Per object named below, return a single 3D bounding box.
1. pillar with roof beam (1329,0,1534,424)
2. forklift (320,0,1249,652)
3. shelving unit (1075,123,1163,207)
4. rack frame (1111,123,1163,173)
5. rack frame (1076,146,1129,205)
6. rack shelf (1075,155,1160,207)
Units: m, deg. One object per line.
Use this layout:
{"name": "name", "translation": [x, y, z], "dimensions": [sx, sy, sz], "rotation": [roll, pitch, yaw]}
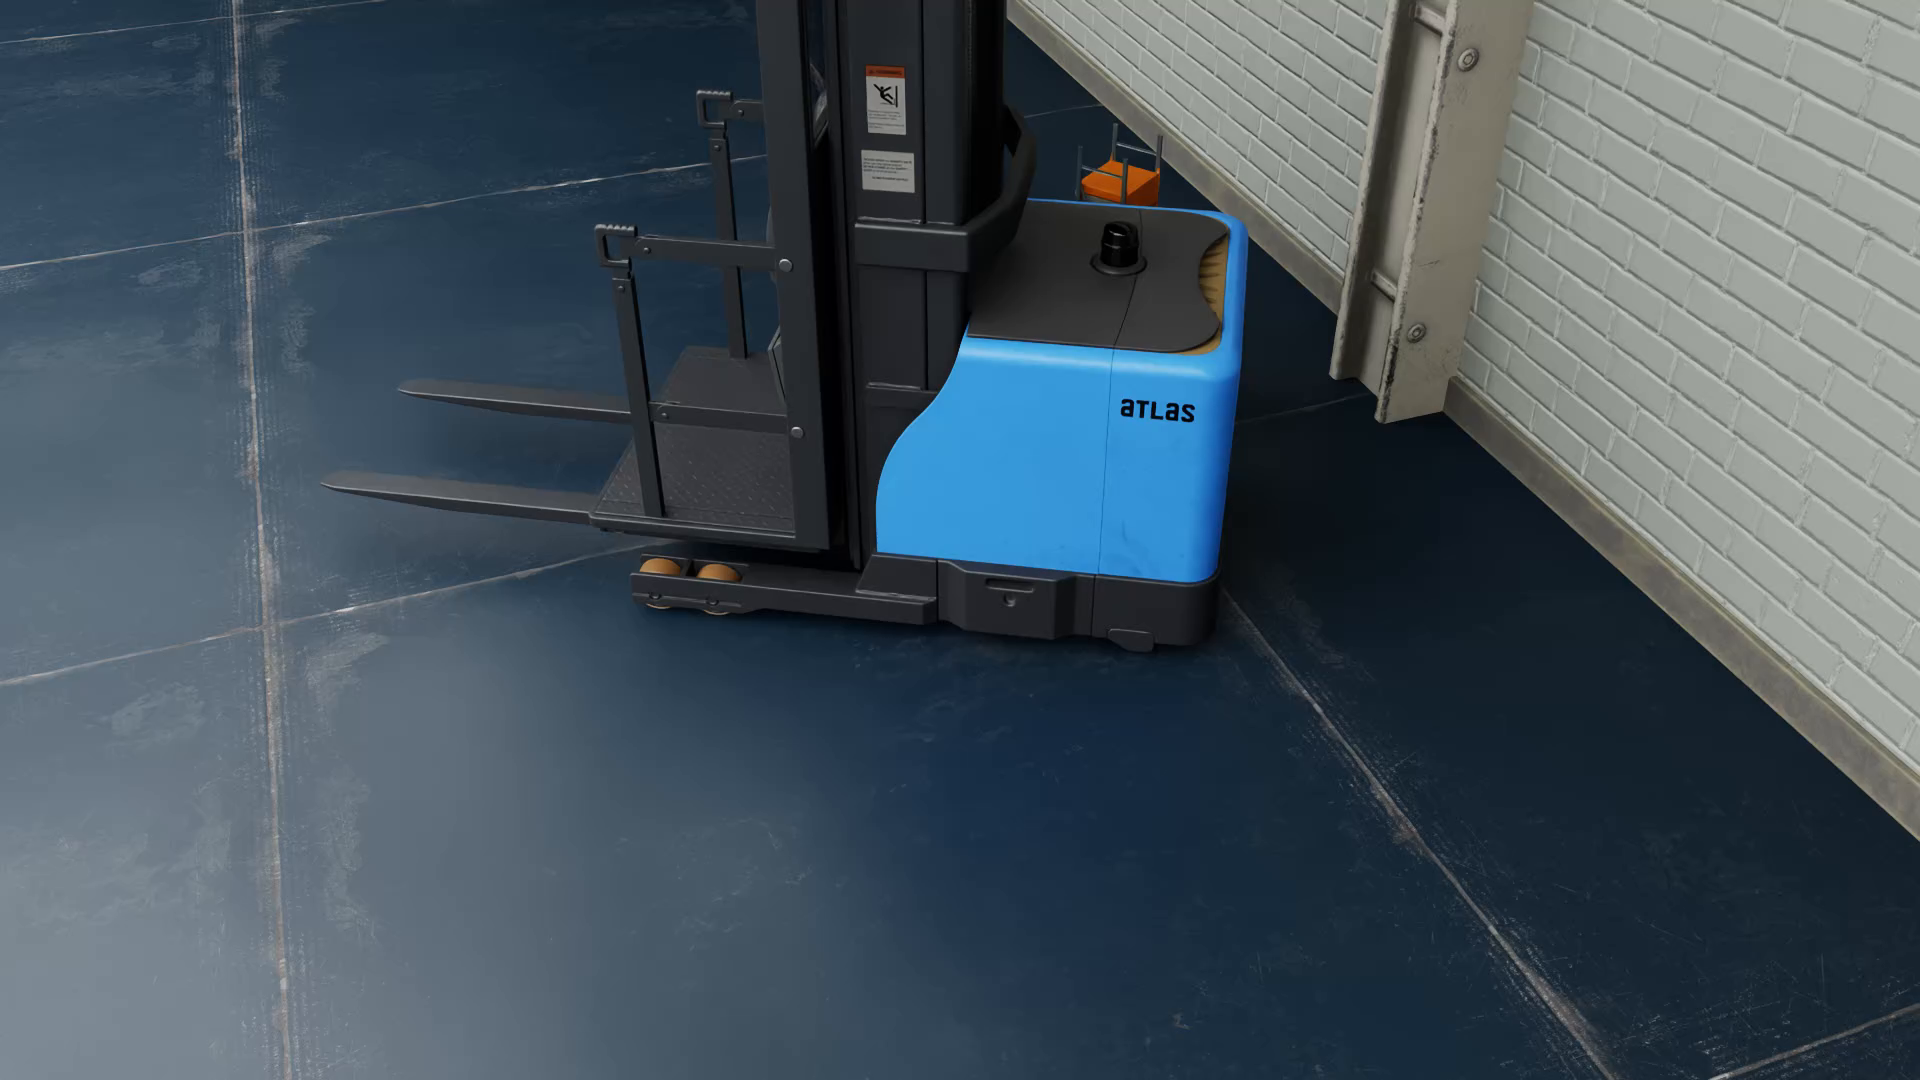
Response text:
{"name": "pillar with roof beam", "translation": [-2.360, -3.289, 2.637], "dimensions": [9.100, 9.000, 0.400], "rotation": [-12, 39, -16]}
{"name": "forklift", "translation": [-0.622, -1.233, 4.950], "dimensions": [3.031, 2.935, 1.130], "rotation": [6, 37, 7]}
{"name": "shelving unit", "translation": [0.568, -0.991, 6.193], "dimensions": [0.215, 1.050, 0.252], "rotation": [23, 42, 27]}
{"name": "rack frame", "translation": [0.638, -1.052, 6.274], "dimensions": [0.200, 1.050, 0.008], "rotation": [23, 42, 27]}
{"name": "rack frame", "translation": [0.499, -0.931, 6.113], "dimensions": [0.200, 1.050, 0.008], "rotation": [23, 42, 27]}
{"name": "rack shelf", "translation": [0.568, -1.209, 6.029], "dimensions": [0.215, 0.259, 0.240], "rotation": [23, 42, 27]}
